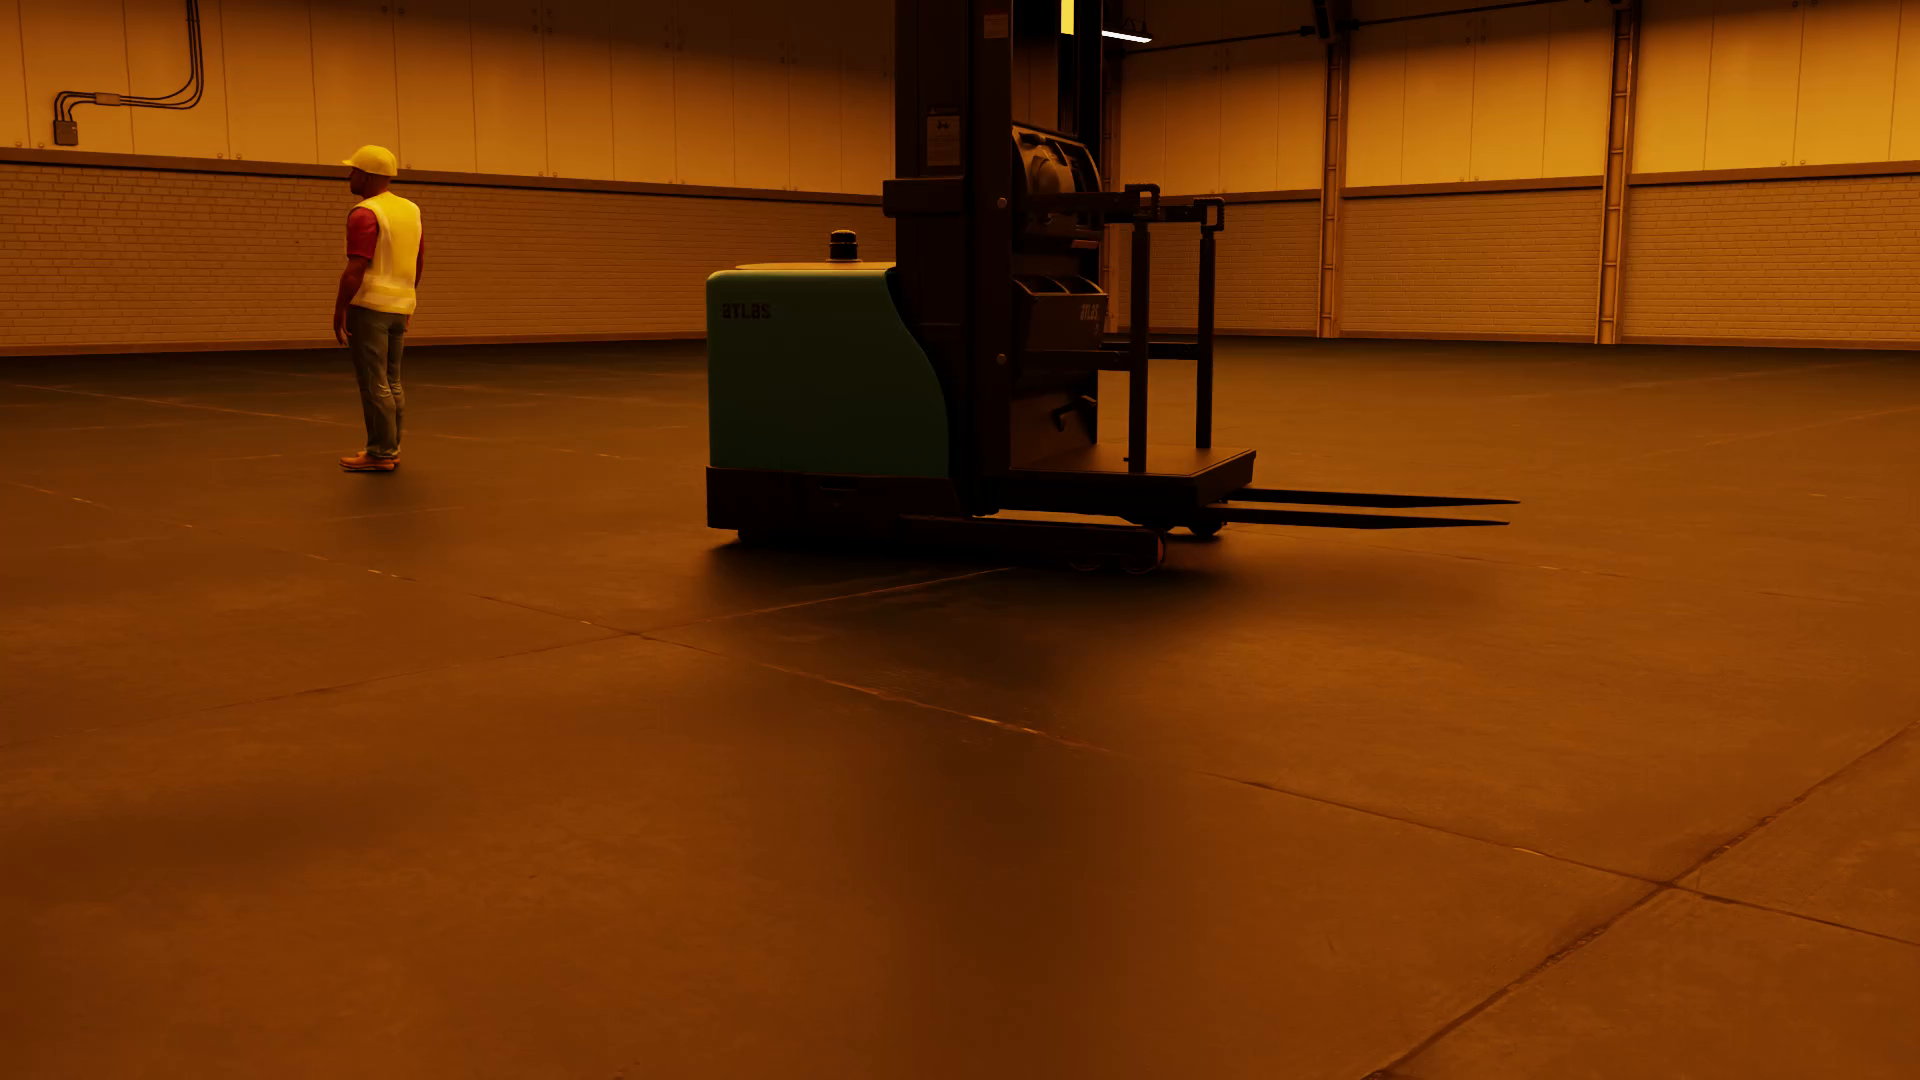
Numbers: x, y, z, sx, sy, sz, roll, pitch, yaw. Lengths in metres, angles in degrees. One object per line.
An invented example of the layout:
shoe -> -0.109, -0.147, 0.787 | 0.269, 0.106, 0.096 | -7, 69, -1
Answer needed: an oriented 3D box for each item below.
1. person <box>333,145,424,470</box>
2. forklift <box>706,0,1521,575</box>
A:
person -> -3.282, -1.272, 9.185 | 0.576, 1.766, 0.666 | 2, 9, 14
forklift -> 0.565, -1.416, 6.275 | 3.031, 2.935, 1.130 | 3, 9, 22
